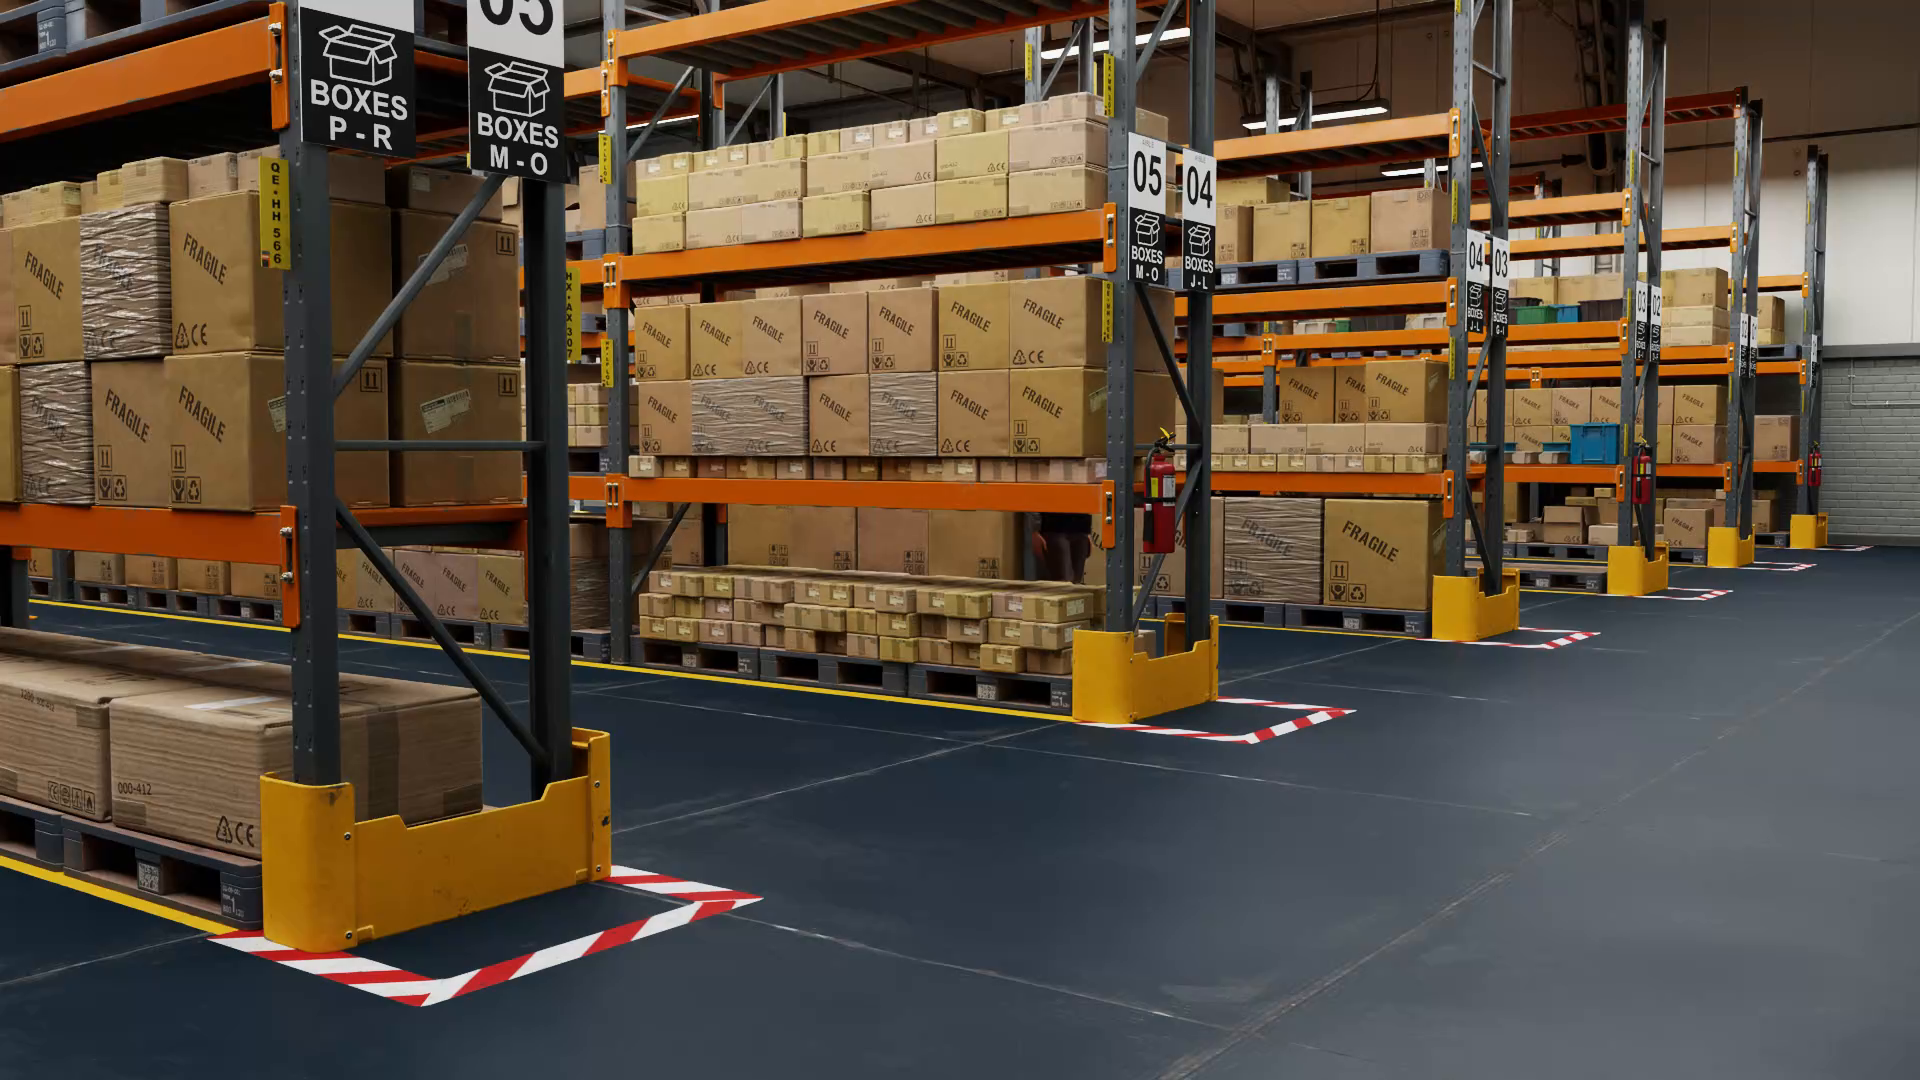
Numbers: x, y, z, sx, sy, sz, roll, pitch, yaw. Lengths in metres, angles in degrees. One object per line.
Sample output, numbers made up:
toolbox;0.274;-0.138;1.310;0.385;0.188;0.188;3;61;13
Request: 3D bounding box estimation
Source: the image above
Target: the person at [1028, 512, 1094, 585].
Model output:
person;0.762;-0.010;11.685;0.552;1.723;0.673;-3;4;-45
